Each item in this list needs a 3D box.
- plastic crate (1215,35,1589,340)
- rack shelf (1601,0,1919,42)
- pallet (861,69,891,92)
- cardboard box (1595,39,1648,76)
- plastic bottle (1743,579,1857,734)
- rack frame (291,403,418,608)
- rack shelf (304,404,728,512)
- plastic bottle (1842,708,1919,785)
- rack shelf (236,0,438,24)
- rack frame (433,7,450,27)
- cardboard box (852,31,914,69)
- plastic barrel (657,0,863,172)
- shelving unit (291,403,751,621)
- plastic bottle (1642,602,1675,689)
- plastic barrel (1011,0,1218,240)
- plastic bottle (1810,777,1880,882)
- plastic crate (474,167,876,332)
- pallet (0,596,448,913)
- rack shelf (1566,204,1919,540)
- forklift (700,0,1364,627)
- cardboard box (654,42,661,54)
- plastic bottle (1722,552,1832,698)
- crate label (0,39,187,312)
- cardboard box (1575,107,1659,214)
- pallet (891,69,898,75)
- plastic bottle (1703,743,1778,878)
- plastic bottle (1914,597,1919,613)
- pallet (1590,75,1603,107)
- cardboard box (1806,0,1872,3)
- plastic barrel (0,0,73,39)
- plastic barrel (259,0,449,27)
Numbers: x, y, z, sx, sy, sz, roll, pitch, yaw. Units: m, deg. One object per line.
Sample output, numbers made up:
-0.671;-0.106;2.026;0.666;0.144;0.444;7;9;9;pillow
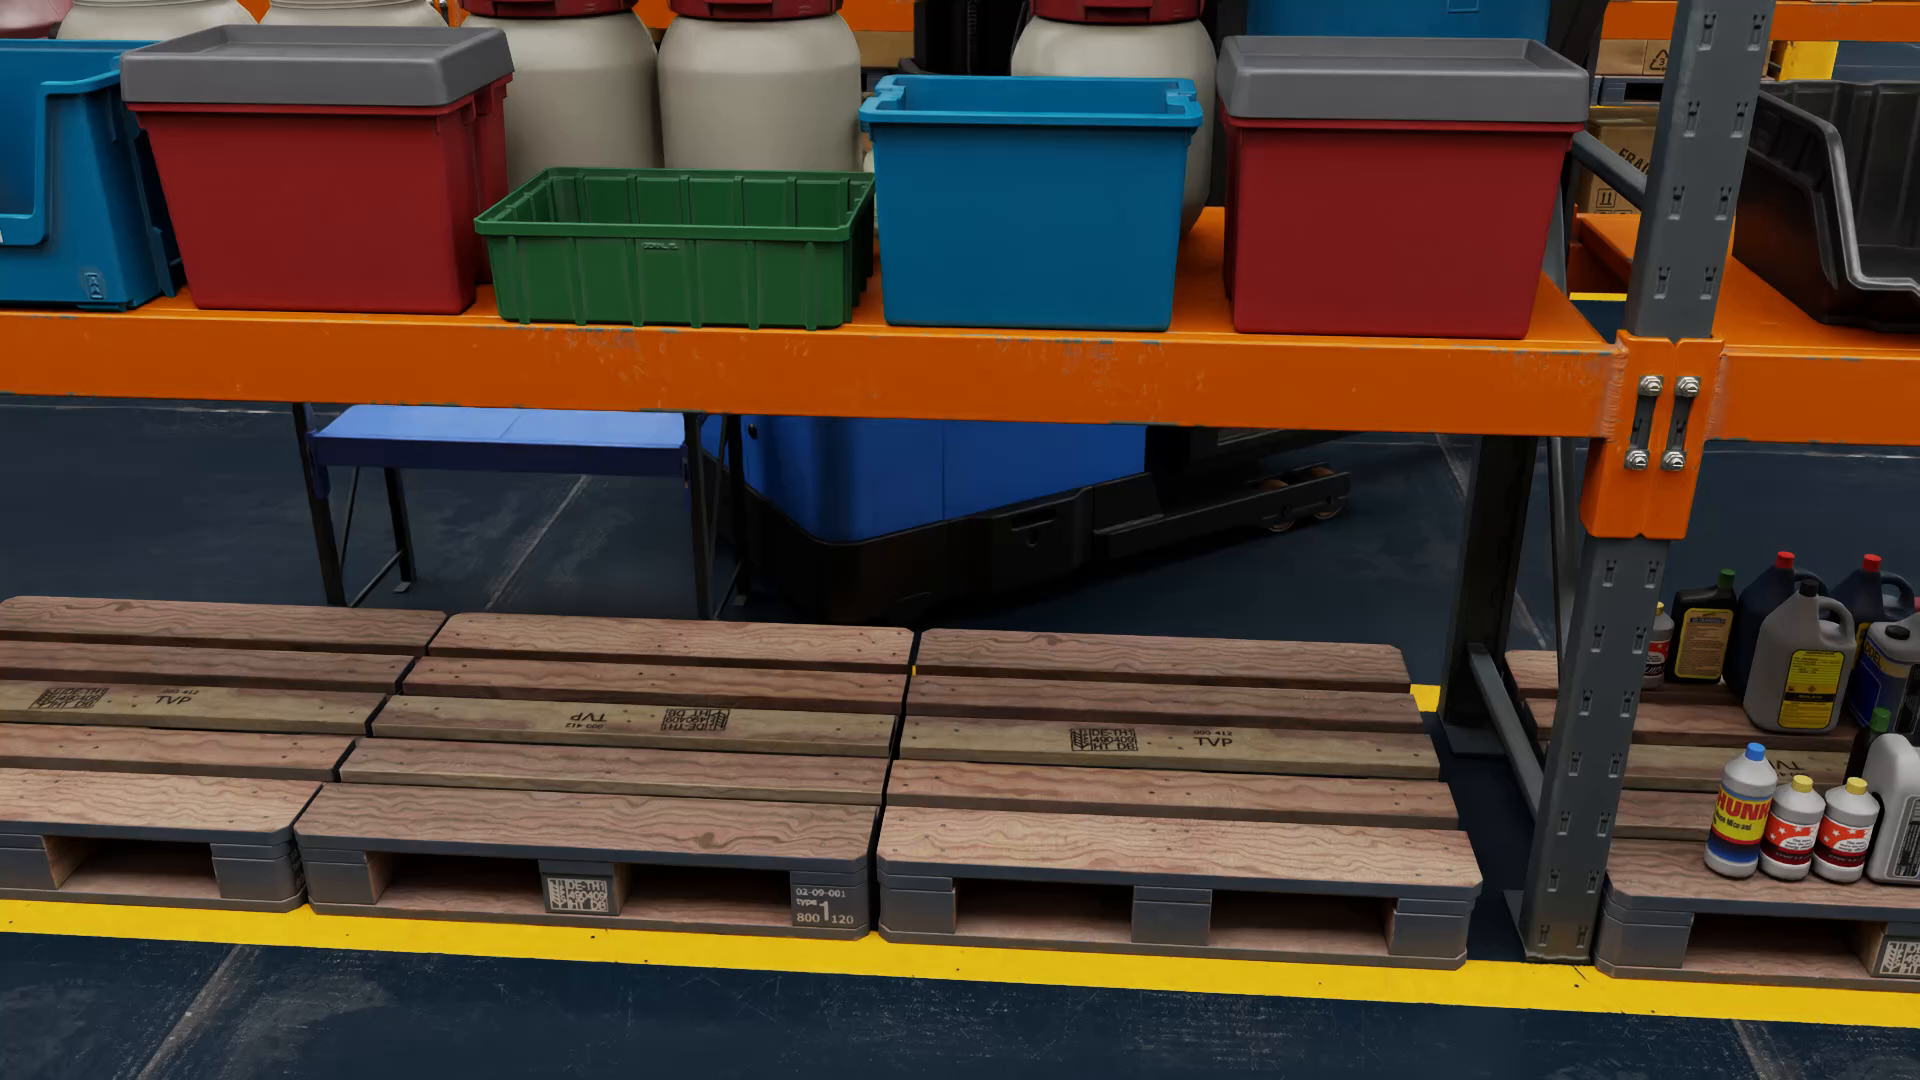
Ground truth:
0.746;-0.628;2.949;0.583;0.464;0.402;2;25;4;plastic crate
3.626;-2.384;7.703;4.000;0.370;1.077;2;25;4;rack shelf
-1.096;-3.643;12.915;1.213;0.211;1.003;2;25;4;pallet
4.542;-3.958;12.302;0.875;0.875;0.875;1;25;3;cardboard box
1.906;0.254;3.753;0.185;0.351;0.144;2;25;4;plastic bottle
-1.668;-0.463;4.459;0.032;1.500;0.500;2;25;5;rack frame
-1.162;-0.281;4.494;1.000;0.185;0.538;2;25;5;rack shelf
1.869;0.471;3.361;0.133;0.283;0.061;2;25;4;plastic bottle
-4.351;-2.640;8.260;4.000;0.370;1.077;2;25;4;rack shelf
-2.356;-2.903;7.970;0.127;3.000;1.000;2;25;4;rack frame
-0.404;-4.052;12.657;0.750;0.750;1.050;2;25;5;cardboard box
-0.416;-0.918;3.493;0.433;0.535;0.433;0;25;0;plastic barrel
-1.162;-0.444;4.418;1.048;1.500;0.538;2;25;5;shelving unit
1.638;0.243;3.956;0.097;0.201;0.097;0;25;0;plastic bottle
0.316;-0.894;3.442;0.433;0.535;0.433;0;25;0;plastic barrel
1.740;0.560;3.265;0.097;0.201;0.097;0;25;0;plastic bottle
-0.505;-0.552;3.115;0.662;0.188;0.450;2;25;4;plastic crate
-1.966;0.469;3.978;1.213;0.211;1.003;2;25;4;pallet
3.247;-0.320;3.217;4.000;0.370;1.077;2;25;4;rack shelf
0.674;-1.531;5.071;3.031;2.935;1.130;-14;28;-28;forklift
-1.686;-2.299;8.224;0.500;0.250;0.500;3;25;6;cardboard box
1.917;0.194;3.884;0.185;0.351;0.144;1;25;3;plastic bottle
-1.766;-0.710;3.162;0.616;0.435;0.502;2;25;4;crate label
3.224;-1.798;8.058;0.500;0.500;0.500;0;25;-1;cardboard box
0.117;-3.603;12.828;1.213;0.211;1.003;2;25;4;pallet
1.537;0.522;3.265;0.097;0.271;0.097;0;25;0;plastic bottle
2.274;0.218;3.911;0.133;0.283;0.061;3;25;8;plastic bottle
4.084;-3.477;12.554;1.213;0.211;1.003;2;25;4;pallet
3.816;-2.460;7.308;0.250;0.149;0.380;2;25;4;cardboard box
-2.250;-1.012;3.697;0.708;0.536;0.600;2;25;4;plastic barrel
-1.274;-0.932;3.553;0.421;0.512;0.421;0;25;0;plastic barrel
